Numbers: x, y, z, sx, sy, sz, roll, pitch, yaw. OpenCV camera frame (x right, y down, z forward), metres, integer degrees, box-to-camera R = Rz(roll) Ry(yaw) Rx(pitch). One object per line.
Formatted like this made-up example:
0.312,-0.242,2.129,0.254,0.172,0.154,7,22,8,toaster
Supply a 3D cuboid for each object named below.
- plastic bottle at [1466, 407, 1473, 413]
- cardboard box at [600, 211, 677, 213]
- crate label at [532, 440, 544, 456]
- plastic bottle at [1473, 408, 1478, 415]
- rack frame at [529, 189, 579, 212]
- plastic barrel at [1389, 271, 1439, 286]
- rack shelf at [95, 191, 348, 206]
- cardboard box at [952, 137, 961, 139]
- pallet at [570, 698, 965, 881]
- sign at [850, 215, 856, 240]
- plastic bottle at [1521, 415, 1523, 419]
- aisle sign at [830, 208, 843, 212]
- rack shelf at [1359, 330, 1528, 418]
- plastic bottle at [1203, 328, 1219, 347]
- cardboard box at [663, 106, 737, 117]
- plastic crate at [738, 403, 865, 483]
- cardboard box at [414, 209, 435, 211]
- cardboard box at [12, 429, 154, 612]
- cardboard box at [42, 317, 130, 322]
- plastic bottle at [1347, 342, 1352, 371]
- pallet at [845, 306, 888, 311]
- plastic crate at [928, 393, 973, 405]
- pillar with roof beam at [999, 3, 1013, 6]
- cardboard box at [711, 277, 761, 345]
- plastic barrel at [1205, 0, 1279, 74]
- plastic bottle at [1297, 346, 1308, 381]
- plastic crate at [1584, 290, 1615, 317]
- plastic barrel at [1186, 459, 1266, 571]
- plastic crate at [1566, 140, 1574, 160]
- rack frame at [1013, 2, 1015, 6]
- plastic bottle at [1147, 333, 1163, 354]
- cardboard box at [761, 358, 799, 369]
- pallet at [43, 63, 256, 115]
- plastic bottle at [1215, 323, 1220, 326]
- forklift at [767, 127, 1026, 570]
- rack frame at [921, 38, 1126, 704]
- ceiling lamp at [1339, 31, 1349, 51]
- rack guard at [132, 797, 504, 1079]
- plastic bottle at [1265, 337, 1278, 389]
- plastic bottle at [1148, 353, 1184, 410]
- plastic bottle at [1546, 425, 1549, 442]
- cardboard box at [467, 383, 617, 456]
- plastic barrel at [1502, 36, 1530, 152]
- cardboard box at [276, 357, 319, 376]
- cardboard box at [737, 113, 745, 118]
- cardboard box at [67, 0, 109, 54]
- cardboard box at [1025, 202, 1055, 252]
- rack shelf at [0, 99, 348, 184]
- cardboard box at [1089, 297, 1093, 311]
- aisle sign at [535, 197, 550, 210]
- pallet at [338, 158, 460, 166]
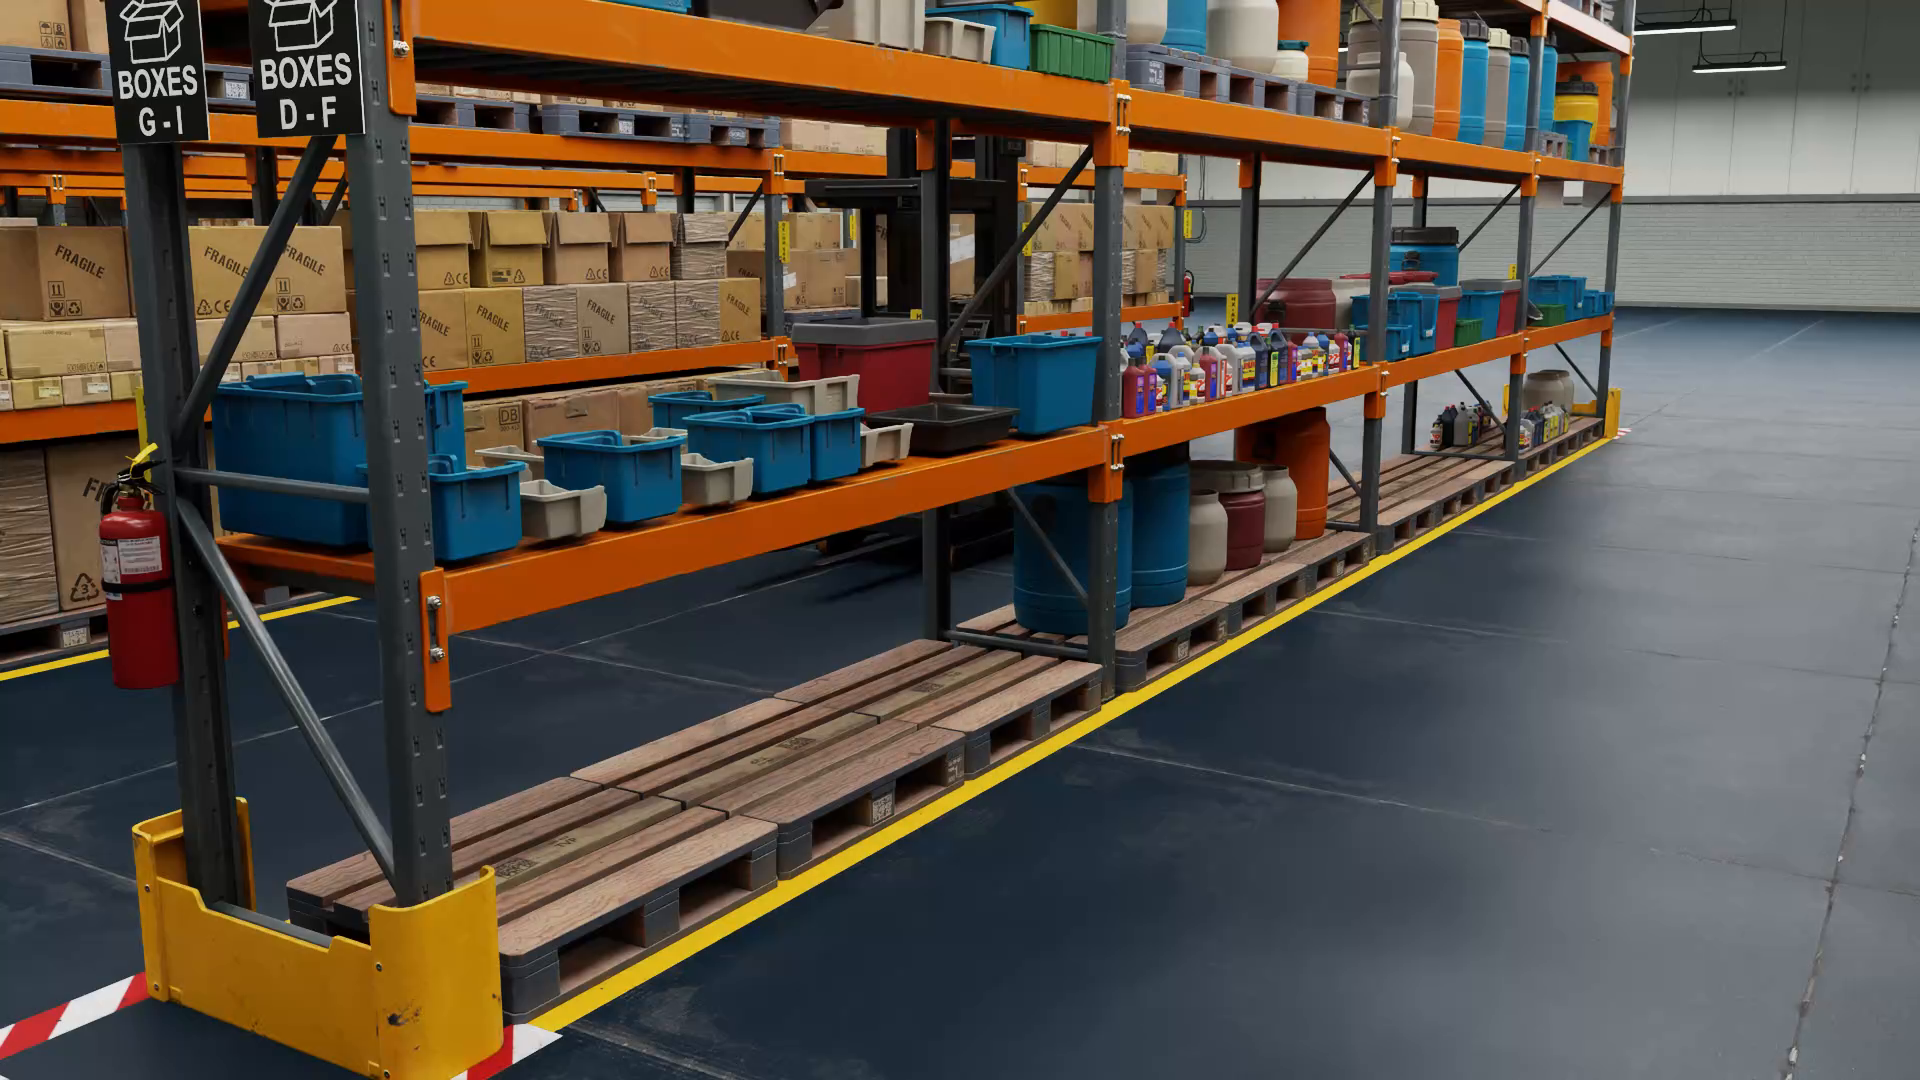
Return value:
4.870,-1.135,15.985,0.152,0.276,0.135,7,12,32,plastic bottle
-3.772,-3.644,19.842,0.875,0.550,0.550,6,12,31,cardboard box
-1.248,-0.271,5.717,0.396,0.136,0.243,6,12,31,crate label
4.884,-1.107,15.819,0.061,0.283,0.133,6,12,31,plastic bottle
-6.199,-4.071,25.464,1.000,3.000,0.127,6,12,31,rack frame
3.743,-1.960,13.815,0.433,0.535,0.433,0,11,0,plastic barrel
-11.482,-5.351,26.104,1.077,0.370,4.000,6,12,31,rack shelf
-0.208,-3.953,15.904,0.396,0.266,0.258,7,13,33,cardboard box
-0.707,0.918,6.389,1.003,0.211,1.213,6,12,31,pallet
-1.459,-4.246,22.606,0.100,0.325,0.005,6,12,31,sign
5.173,-1.019,15.380,0.097,0.271,0.097,0,11,0,plastic bottle
-1.623,-4.875,22.690,0.394,0.787,0.004,6,12,31,aisle sign
3.389,-1.354,12.905,1.077,0.370,4.000,6,12,31,rack shelf
1.578,-1.199,10.469,0.097,0.271,0.097,0,11,0,plastic bottle
-2.138,-3.495,12.813,0.797,0.503,0.637,7,13,34,cardboard box
-0.554,-0.344,5.846,0.416,0.233,0.300,6,12,31,plastic crate
-7.578,-4.256,22.652,0.700,0.500,0.500,6,12,31,cardboard box
-4.838,-0.162,9.214,0.875,0.875,0.875,6,12,31,cardboard box
-4.954,-1.101,9.198,0.500,0.250,0.500,7,13,32,cardboard box
2.430,-1.175,10.532,0.097,0.201,0.097,0,11,0,plastic bottle
-0.890,-2.087,15.388,1.003,0.211,1.213,6,12,31,pallet
-0.090,-0.604,7.499,0.396,0.136,0.243,6,12,31,plastic crate
4.565,-10.834,45.282,9.100,9.000,0.548,6,12,31,pillar with roof beam
-1.927,-1.814,13.136,0.500,0.500,0.500,7,13,32,cardboard box
1.559,-2.848,9.266,0.433,0.535,0.433,0,11,0,plastic barrel
2.007,-1.047,9.848,0.097,0.201,0.097,0,11,0,plastic bottle
6.500,-2.471,17.320,0.499,0.251,0.616,6,12,31,plastic crate
1.525,-0.158,9.974,0.600,0.588,0.708,6,12,31,plastic barrel
5.479,-3.615,15.449,0.336,0.188,0.450,6,12,31,plastic crate
0.194,-5.444,16.495,1.000,3.000,0.127,6,12,31,rack frame
1.130,-1.077,9.807,0.152,0.276,0.135,6,12,31,plastic bottle
-2.666,-2.525,21.836,0.875,0.875,0.875,6,12,30,cardboard box
-4.393,-2.540,9.376,1.003,0.211,1.213,6,12,31,pallet
1.640,-1.251,10.718,0.061,0.283,0.133,6,12,31,plastic bottle
-0.325,-1.341,11.069,1.130,2.935,3.031,6,12,30,forklift
0.274,-0.764,7.799,1.000,3.000,0.127,6,12,31,rack frame
7.640,-11.857,34.888,2.000,3.185,0.800,6,12,31,ceiling lamp
-1.804,1.099,4.642,1.175,0.500,0.348,6,12,31,rack guard
1.746,-1.002,9.385,0.061,0.283,0.133,6,12,31,plastic bottle
1.030,-0.797,8.312,0.152,0.276,0.135,6,12,31,plastic bottle
5.466,-1.022,15.587,0.097,0.201,0.097,0,11,0,plastic bottle
-3.181,-0.643,11.782,1.225,0.875,0.875,6,12,29,cardboard box
4.349,-3.642,13.659,0.600,0.901,0.708,6,12,31,plastic barrel
-3.971,-0.994,9.709,0.380,0.149,0.250,7,13,32,cardboard box
-1.849,-3.735,13.884,0.500,0.500,0.500,7,13,32,cardboard box
-4.597,-2.803,8.856,0.700,0.500,0.500,7,13,34,cardboard box
0.645,-3.229,17.167,0.500,0.500,0.500,6,12,31,cardboard box
-4.998,-2.044,8.436,1.077,0.370,4.000,6,12,31,rack shelf
1.330,-2.614,18.364,0.380,0.149,0.250,6,12,31,cardboard box
-6.432,-5.389,25.435,0.394,0.787,0.004,6,12,31,aisle sign
-5.780,-3.844,16.612,1.213,0.211,1.003,7,13,33,pallet
